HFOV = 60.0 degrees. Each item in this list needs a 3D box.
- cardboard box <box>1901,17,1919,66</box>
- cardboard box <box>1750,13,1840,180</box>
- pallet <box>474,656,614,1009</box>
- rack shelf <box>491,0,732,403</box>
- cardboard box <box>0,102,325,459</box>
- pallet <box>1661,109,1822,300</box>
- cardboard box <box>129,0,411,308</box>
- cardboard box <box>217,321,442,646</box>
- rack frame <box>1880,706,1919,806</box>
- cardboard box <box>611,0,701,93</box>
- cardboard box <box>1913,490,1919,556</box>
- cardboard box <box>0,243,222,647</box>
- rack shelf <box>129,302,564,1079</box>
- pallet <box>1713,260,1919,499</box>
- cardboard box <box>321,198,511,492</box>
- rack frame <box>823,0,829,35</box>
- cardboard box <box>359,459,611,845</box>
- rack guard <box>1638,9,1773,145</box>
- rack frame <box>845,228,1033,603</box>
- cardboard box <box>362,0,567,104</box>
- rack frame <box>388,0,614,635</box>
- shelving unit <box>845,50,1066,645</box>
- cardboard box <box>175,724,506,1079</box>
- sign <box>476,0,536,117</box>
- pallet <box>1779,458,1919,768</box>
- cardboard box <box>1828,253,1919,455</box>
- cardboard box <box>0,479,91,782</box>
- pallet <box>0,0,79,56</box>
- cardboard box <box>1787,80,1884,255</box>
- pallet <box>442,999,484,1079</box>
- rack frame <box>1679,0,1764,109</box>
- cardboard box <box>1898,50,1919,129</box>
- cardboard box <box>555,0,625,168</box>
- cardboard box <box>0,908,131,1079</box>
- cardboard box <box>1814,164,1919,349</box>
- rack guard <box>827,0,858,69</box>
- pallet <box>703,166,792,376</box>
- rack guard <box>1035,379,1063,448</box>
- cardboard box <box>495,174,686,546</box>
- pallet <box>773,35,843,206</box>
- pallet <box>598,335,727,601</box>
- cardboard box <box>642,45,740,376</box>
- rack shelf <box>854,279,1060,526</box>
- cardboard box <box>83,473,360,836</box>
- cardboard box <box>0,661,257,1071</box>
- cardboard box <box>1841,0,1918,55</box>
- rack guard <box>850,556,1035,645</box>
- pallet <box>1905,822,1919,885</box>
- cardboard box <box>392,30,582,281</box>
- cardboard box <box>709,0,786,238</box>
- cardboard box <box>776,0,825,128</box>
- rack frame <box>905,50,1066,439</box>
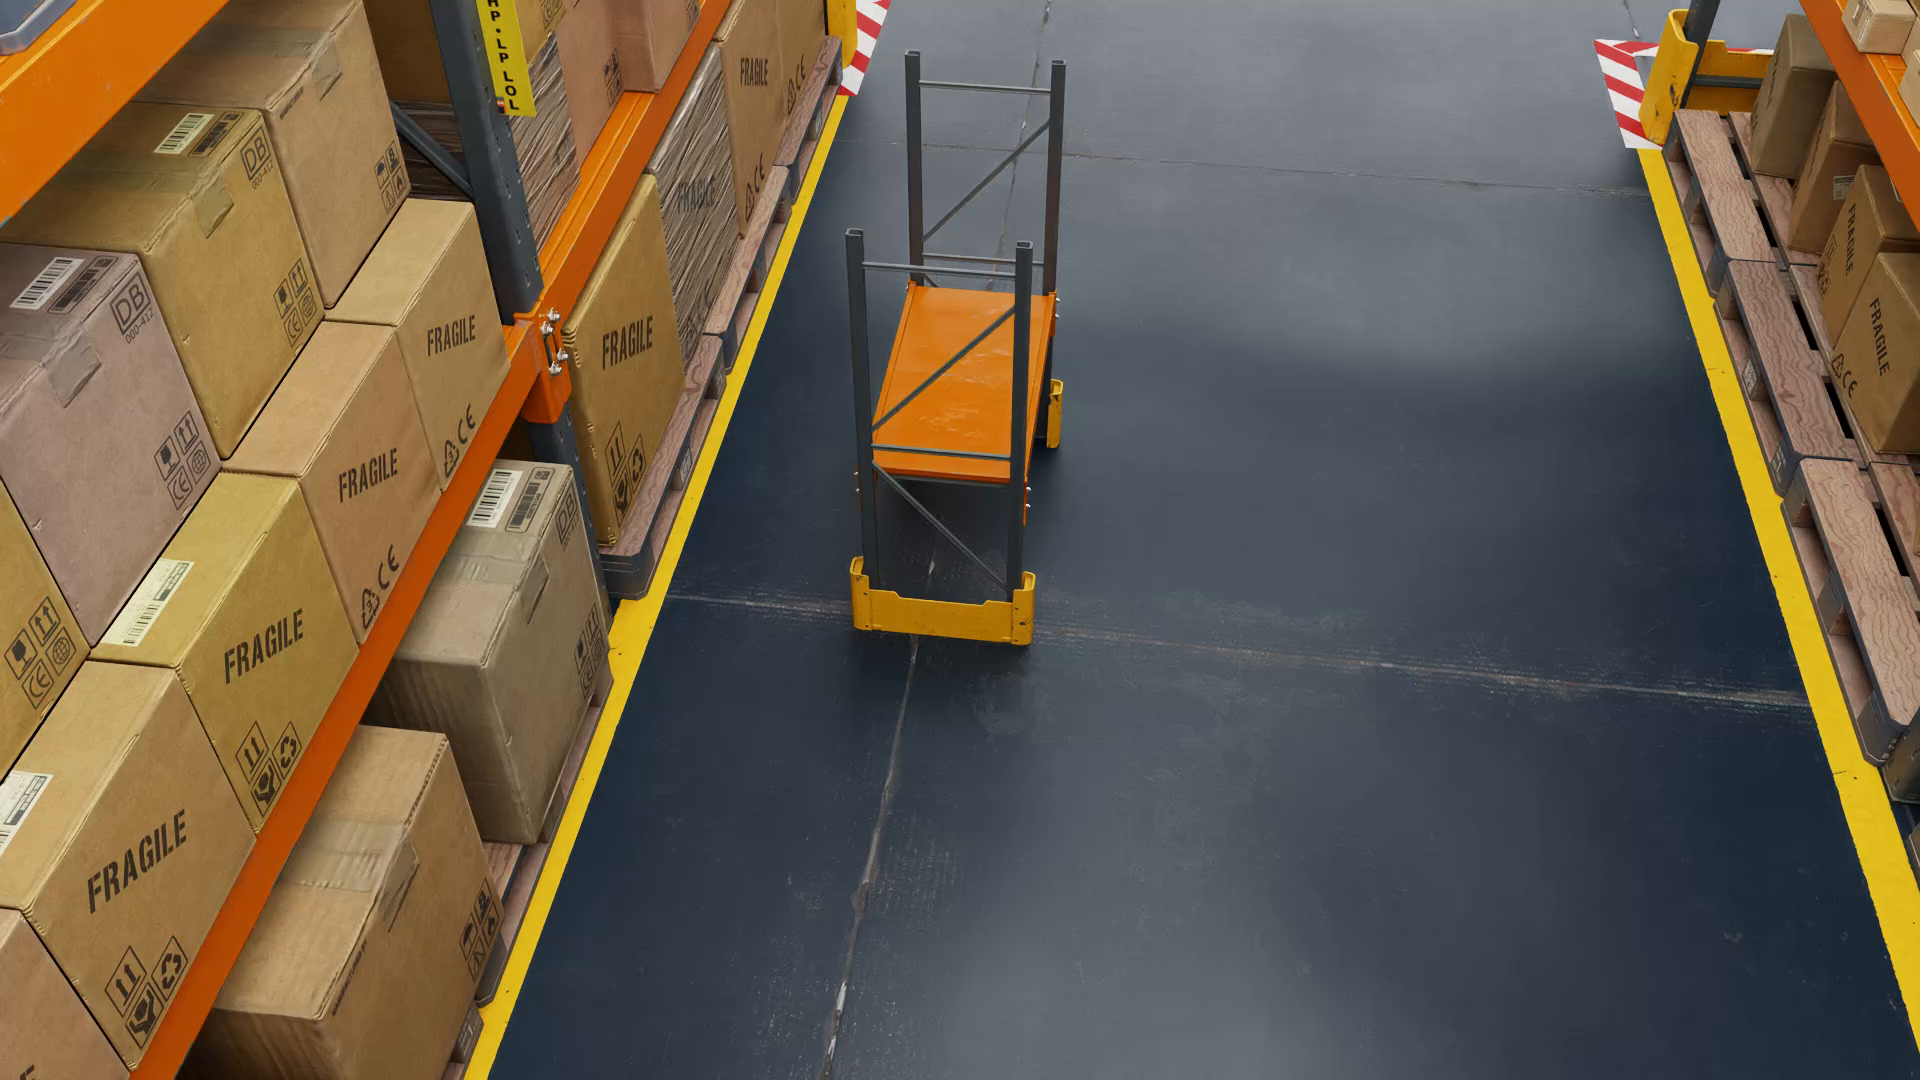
[{"bbox_3d":[3.320,-1.573,5.412,0.380,0.149,0.250,5,44,6],"label":"cardboard box"},{"bbox_3d":[3.691,-1.853,7.038,0.500,0.500,0.500,13,45,13],"label":"cardboard box"},{"bbox_3d":[-1.669,0.719,4.837,1.003,0.211,1.213,5,44,6],"label":"pallet"},{"bbox_3d":[-1.377,-1.928,6.128,1.077,0.370,4.000,5,44,6],"label":"rack shelf"},{"bbox_3d":[-1.768,-0.536,3.335,0.700,0.500,0.500,5,44,5],"label":"cardboard box"},{"bbox_3d":[3.638,-1.418,7.094,1.003,0.211,1.213,5,44,6],"label":"pallet"},{"bbox_3d":[-1.702,-0.887,3.705,0.700,0.500,0.500,5,44,5],"label":"cardboard box"},{"bbox_3d":[-1.513,-0.138,3.642,0.500,0.500,0.500,5,44,5],"label":"cardboard box"},{"bbox_3d":[3.261,-0.307,3.892,1.000,3.000,0.127,5,44,6],"label":"rack frame"},{"bbox_3d":[-1.366,-1.868,5.432,0.875,0.550,0.550,5,44,6],"label":"cardboard box"},{"bbox_3d":[3.422,-0.211,5.304,0.500,0.500,0.500,19,46,19],"label":"cardboard box"},{"bbox_3d":[-1.835,-0.192,2.971,0.700,0.500,0.500,6,44,6],"label":"cardboard box"},{"bbox_3d":[-1.906,0.798,3.249,1.077,0.370,4.000,5,44,6],"label":"rack shelf"},{"bbox_3d":[3.474,-0.589,6.218,1.003,0.211,1.213,5,44,6],"label":"pallet"},{"bbox_3d":[-1.446,-0.483,4.005,0.500,0.500,0.500,5,44,5],"label":"cardboard box"},{"bbox_3d":[-1.113,-3.552,7.320,1.000,3.000,0.127,5,44,6],"label":"rack frame"},{"bbox_3d":[-1.635,0.269,4.615,1.050,0.750,0.750,5,44,5],"label":"cardboard box"},{"bbox_3d":[3.780,-2.073,7.576,1.175,0.500,0.348,5,44,6],"label":"rack guard"},{"bbox_3d":[-0.056,-0.256,4.930,0.500,1.500,0.032,5,44,6],"label":"rack frame"},{"bbox_3d":[-1.559,-1.521,4.280,0.875,0.550,0.550,5,44,6],"label":"cardboard box"},{"bbox_3d":[-1.642,-0.826,4.441,1.000,3.000,0.127,5,44,6],"label":"rack frame"},{"bbox_3d":[0.010,-0.597,5.289,0.587,1.500,1.083,5,44,6],"label":"shelving unit"},{"bbox_3d":[-1.766,0.926,3.921,1.050,0.750,0.750,5,44,6],"label":"cardboard box"},{"bbox_3d":[-1.103,-1.175,4.025,0.100,0.325,0.005,5,44,6],"label":"sign"},{"bbox_3d":[3.315,0.245,5.338,1.003,0.211,1.213,5,44,6],"label":"pallet"},{"bbox_3d":[3.426,-0.642,5.759,0.500,0.500,0.500,2,43,2],"label":"cardboard box"},{"bbox_3d":[-1.903,0.152,2.608,0.700,0.500,0.500,5,44,5],"label":"cardboard box"},{"bbox_3d":[-1.714,-1.217,2.811,0.805,0.209,1.217,4,44,4],"label":"pallet"},{"bbox_3d":[3.646,-1.443,6.605,0.500,0.500,0.500,16,46,16],"label":"cardboard box"},{"bbox_3d":[-1.828,1.553,3.957,1.003,0.211,1.213,5,44,6],"label":"pallet"},{"bbox_3d":[3.790,-3.033,6.771,1.000,3.000,0.127,5,44,6],"label":"rack frame"},{"bbox_3d":[3.211,-1.410,5.240,0.380,0.149,0.250,5,44,6],"label":"cardboard box"},{"bbox_3d":[-1.555,-1.510,5.054,0.875,0.550,0.550,5,44,6],"label":"cardboard box"},{"bbox_3d":[-1.712,0.892,2.554,0.500,0.500,0.500,5,44,5],"label":"cardboard box"},{"bbox_3d":[3.544,-1.018,6.156,0.500,0.500,0.500,9,44,9],"label":"cardboard box"},{"bbox_3d":[-1.110,-2.661,8.197,1.175,0.500,0.348,5,44,6],"label":"rack guard"},{"bbox_3d":[-1.305,-1.159,6.820,1.003,0.211,1.213,5,44,6],"label":"pallet"},{"bbox_3d":[0.076,-0.482,6.077,0.587,0.250,0.087,5,44,6],"label":"rack guard"},{"bbox_3d":[-1.489,-0.630,5.473,0.875,0.875,0.875,6,44,6],"label":"cardboard box"},{"bbox_3d":[-1.141,-1.988,7.696,1.003,0.211,1.213,5,44,6],"label":"pallet"},{"bbox_3d":[-1.464,-0.325,5.940,1.003,0.211,1.213,5,44,6],"label":"pallet"},{"bbox_3d":[-1.374,-1.244,6.122,0.875,0.875,0.875,6,44,6],"label":"cardboard box"},{"bbox_3d":[0.011,-0.472,5.419,0.538,0.185,1.000,5,44,6],"label":"rack shelf"},{"bbox_3d":[-1.579,0.206,3.278,0.500,0.500,0.500,6,44,6],"label":"cardboard box"},{"bbox_3d":[-1.644,0.552,2.912,0.500,0.500,0.500,5,44,5],"label":"cardboard box"},{"bbox_3d":[3.222,-1.755,5.605,0.380,0.149,0.250,5,44,6],"label":"cardboard box"},{"bbox_3d":[-0.056,0.197,5.360,0.587,0.250,0.087,5,44,6],"label":"rack guard"},{"bbox_3d":[3.160,1.237,4.290,1.003,0.211,1.213,5,44,6],"label":"pallet"},{"bbox_3d":[-1.605,-1.133,4.656,0.875,0.550,0.550,5,44,6],"label":"cardboard box"},{"bbox_3d":[-1.251,-1.865,6.778,0.875,0.875,0.875,5,44,5],"label":"cardboard box"},{"bbox_3d":[-1.137,-2.465,7.412,0.875,0.875,0.875,5,44,6],"label":"cardboard box"},{"bbox_3d":[0.078,-0.949,5.662,0.500,1.500,0.032,5,44,6],"label":"rack frame"}]
